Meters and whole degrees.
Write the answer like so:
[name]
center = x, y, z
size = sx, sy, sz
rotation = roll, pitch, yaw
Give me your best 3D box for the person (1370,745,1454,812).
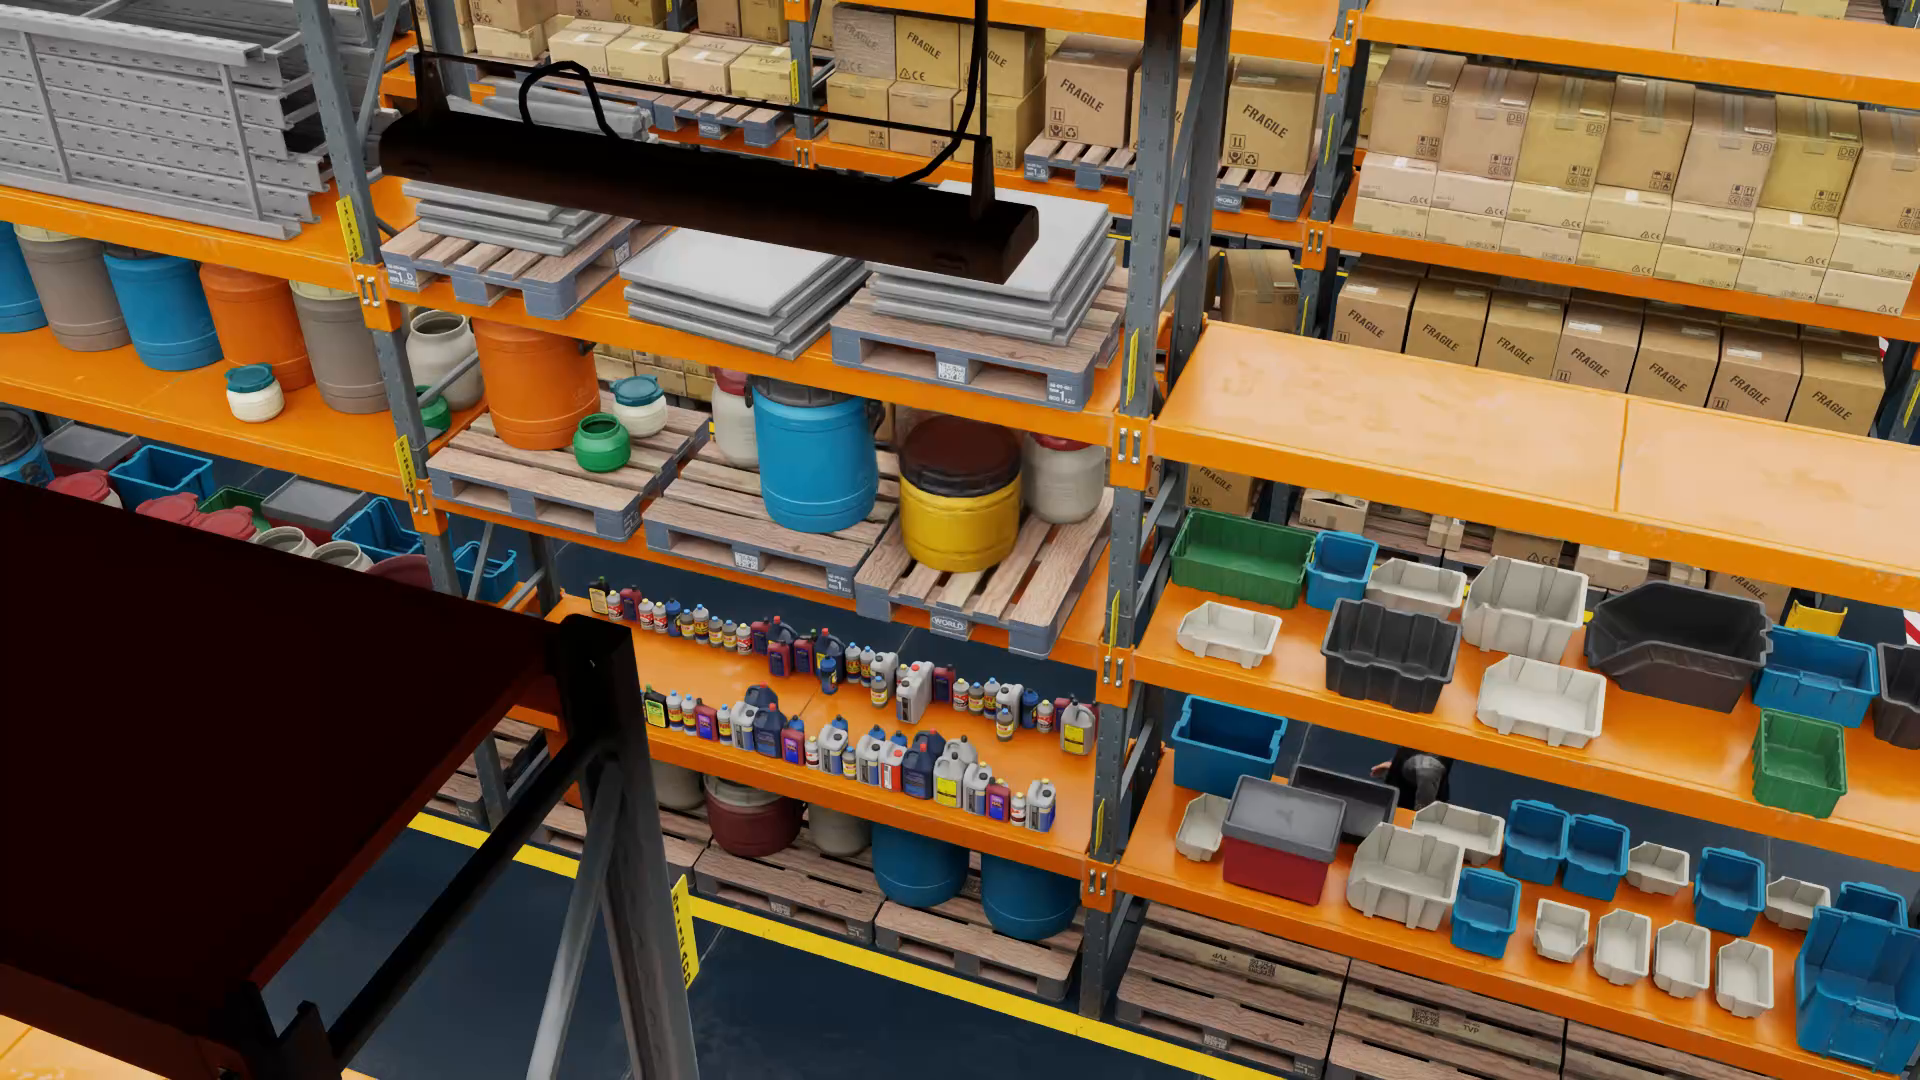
[person]
center = 2.635, 1.525, 9.897
size = 1.069, 1.650, 0.548
rotation = 24, 43, 29
